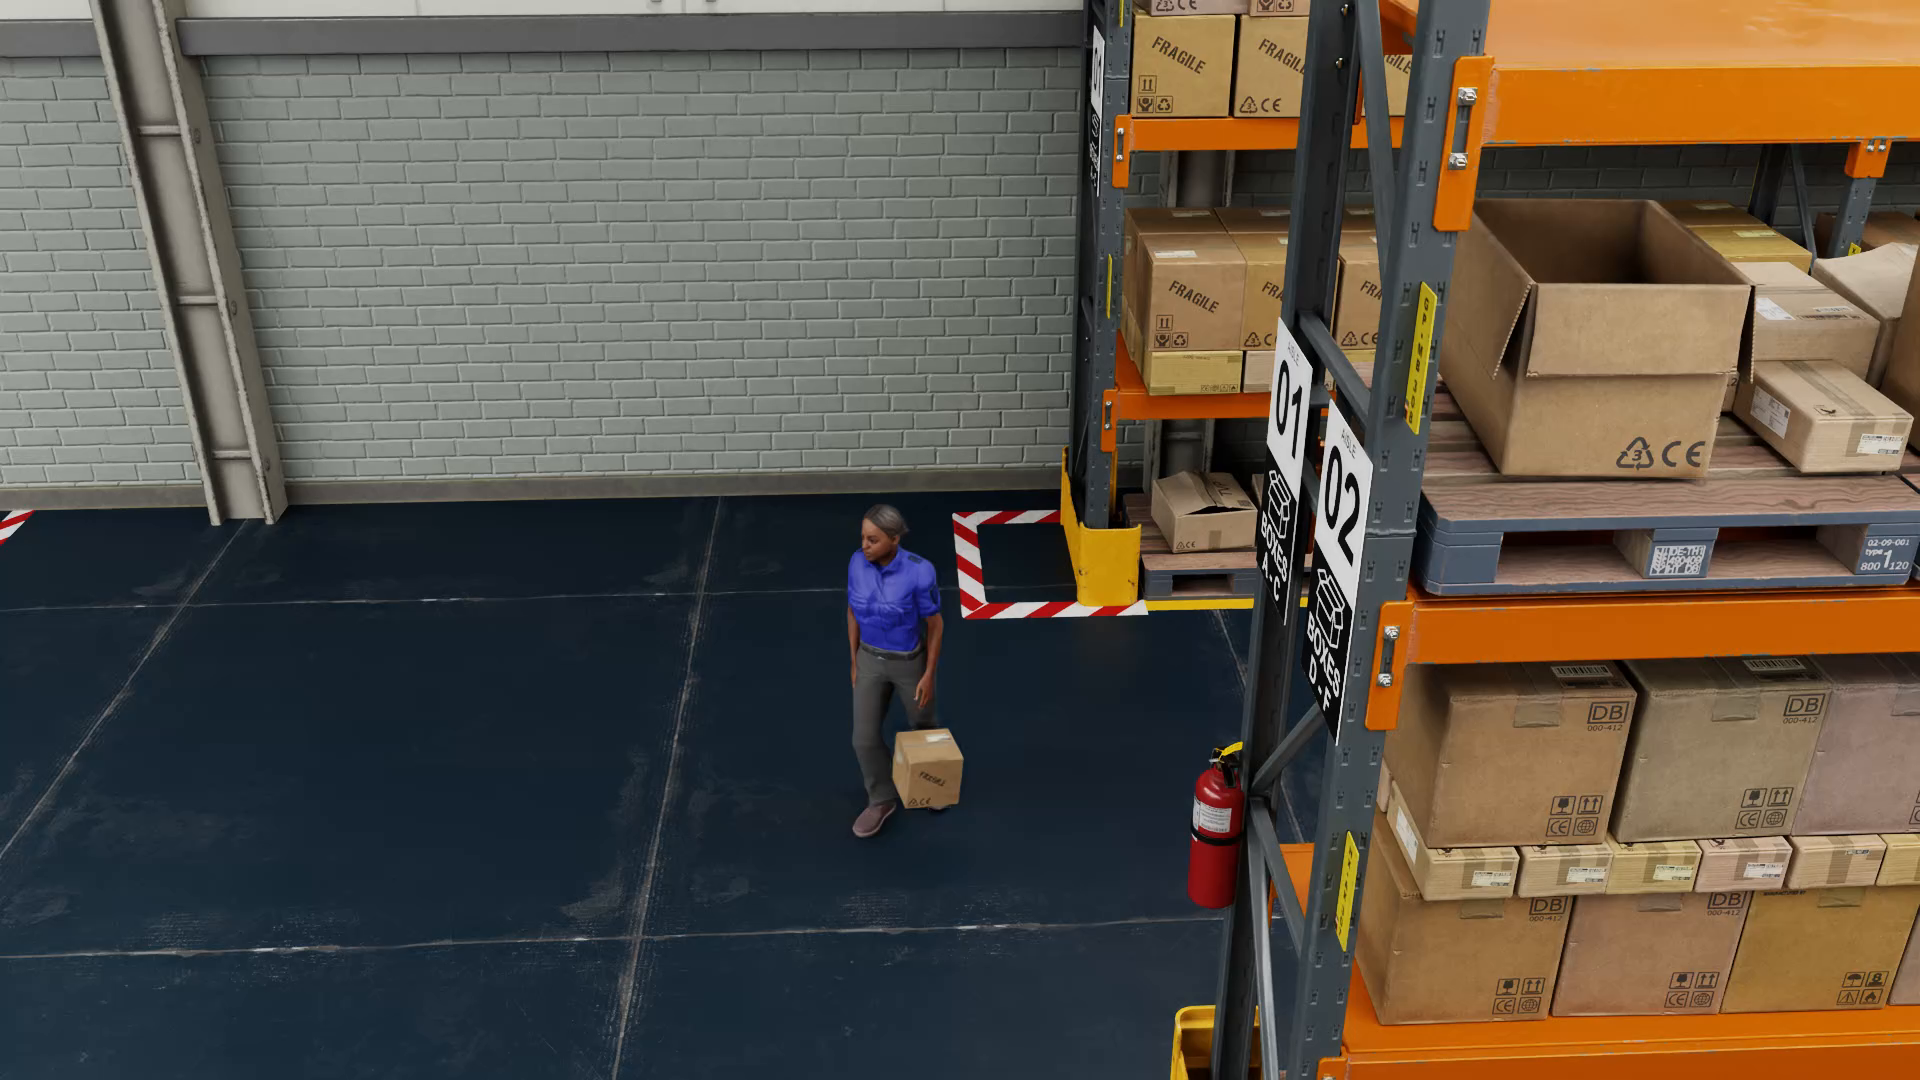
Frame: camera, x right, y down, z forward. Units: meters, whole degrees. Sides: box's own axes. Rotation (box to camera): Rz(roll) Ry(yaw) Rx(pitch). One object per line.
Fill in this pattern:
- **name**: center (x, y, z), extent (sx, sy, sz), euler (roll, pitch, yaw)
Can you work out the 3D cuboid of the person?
- **person**: center (-0.287, 0.557, 7.568), extent (0.474, 1.647, 0.555), euler (10, 29, 18)
